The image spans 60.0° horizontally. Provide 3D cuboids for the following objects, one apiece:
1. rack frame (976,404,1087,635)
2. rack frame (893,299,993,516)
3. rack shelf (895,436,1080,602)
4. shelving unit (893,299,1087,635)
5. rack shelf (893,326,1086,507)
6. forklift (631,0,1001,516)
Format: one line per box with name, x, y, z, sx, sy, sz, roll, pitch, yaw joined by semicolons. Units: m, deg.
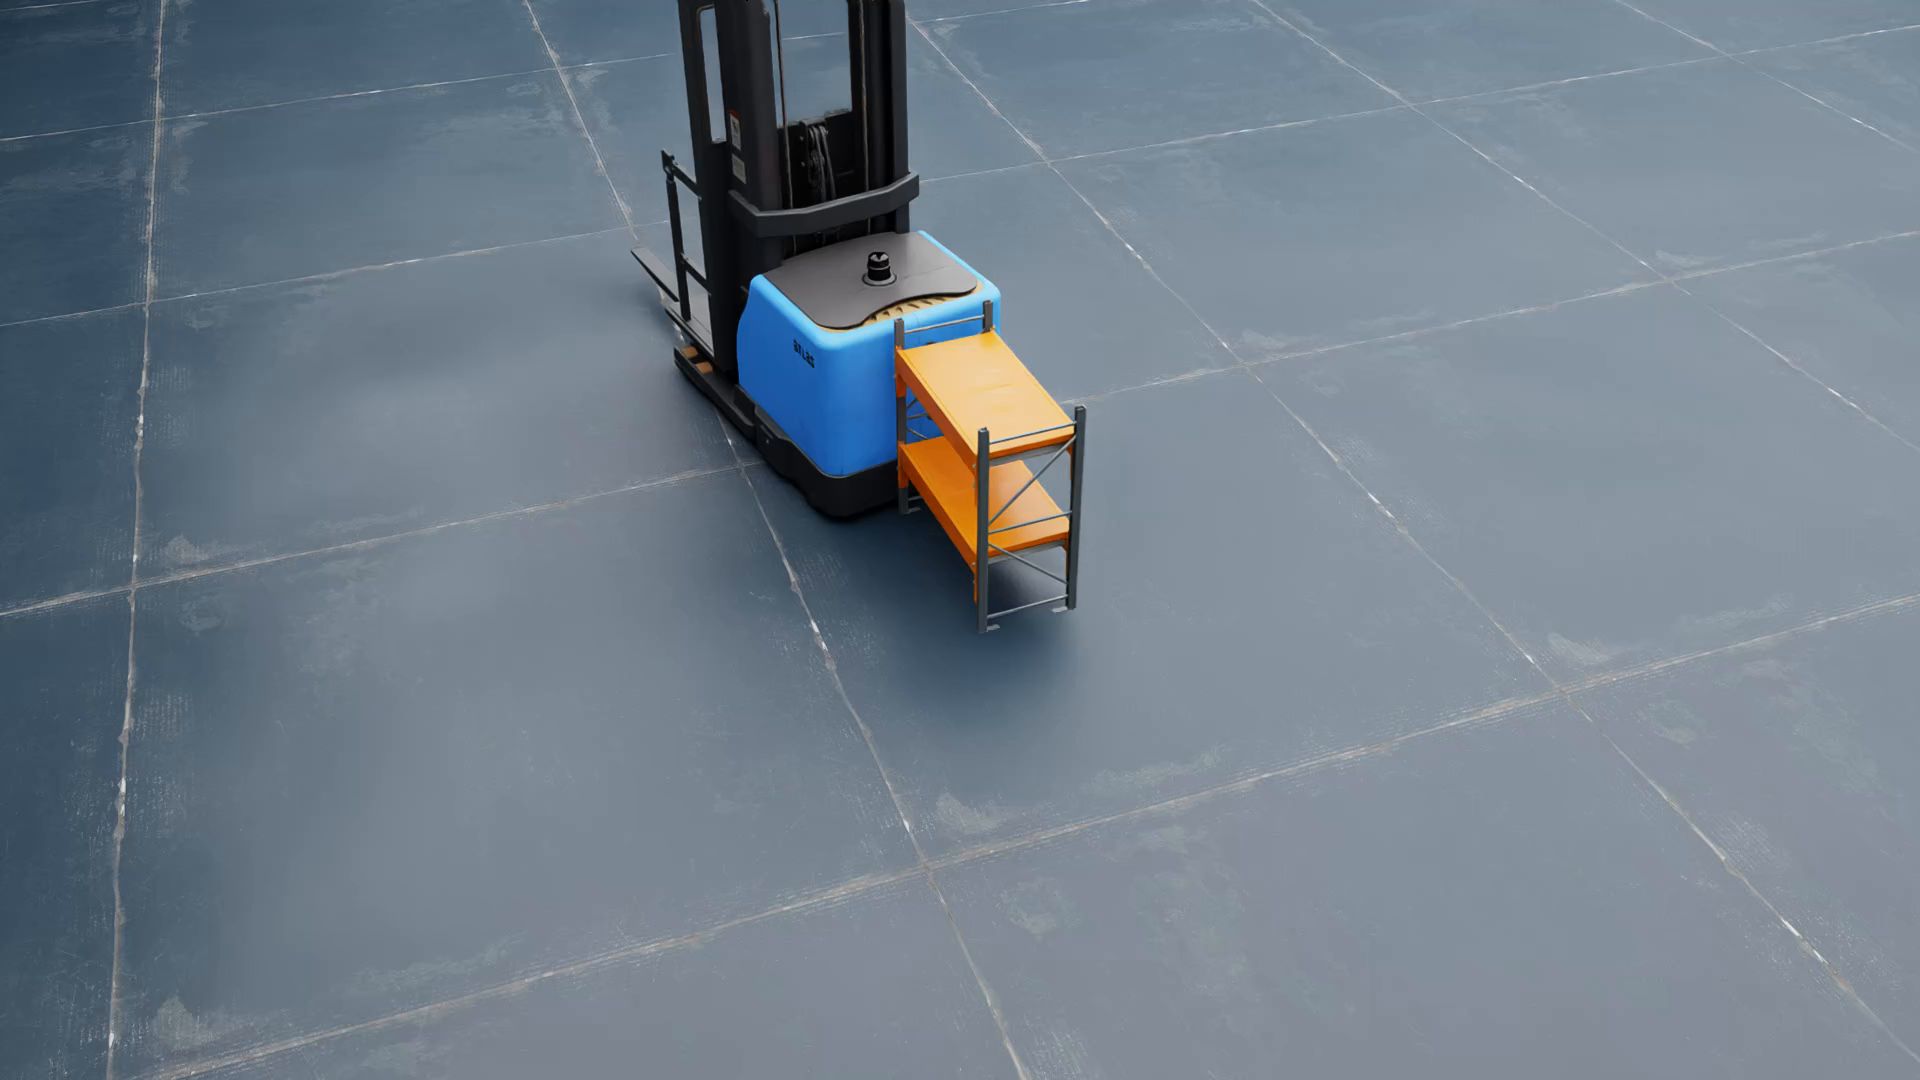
rack frame;0.312;-0.074;7.474;0.500;1.125;0.032;-14;39;-18
rack frame;-0.077;-0.640;8.225;0.500;1.125;0.032;-14;39;-18
rack shelf;0.118;-0.162;7.997;0.538;0.278;1.000;-14;39;-18
shelving unit;0.118;-0.357;7.849;0.538;1.125;1.048;-14;39;-18
rack shelf;0.118;-0.591;7.673;0.538;0.278;1.000;-14;39;-18
forklift;-0.980;-2.148;8.726;1.130;2.935;3.031;-20;41;-25
